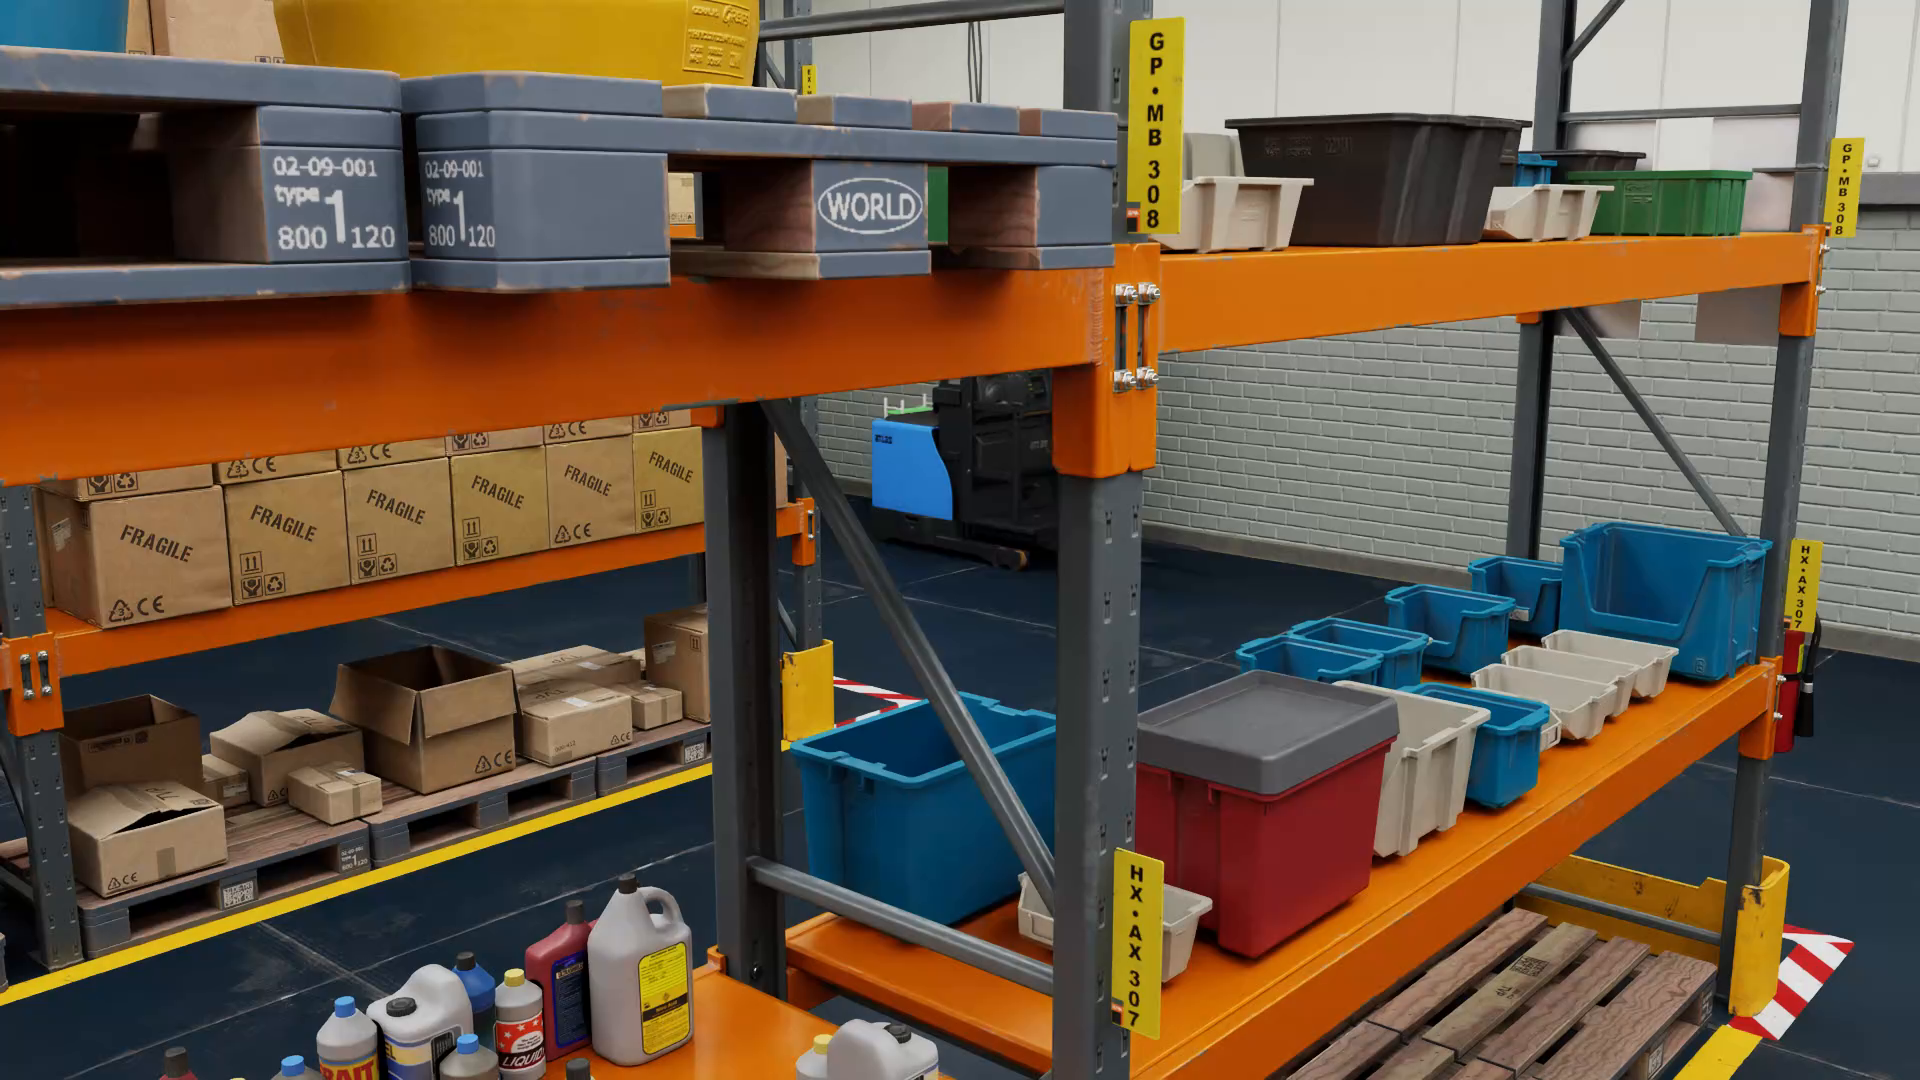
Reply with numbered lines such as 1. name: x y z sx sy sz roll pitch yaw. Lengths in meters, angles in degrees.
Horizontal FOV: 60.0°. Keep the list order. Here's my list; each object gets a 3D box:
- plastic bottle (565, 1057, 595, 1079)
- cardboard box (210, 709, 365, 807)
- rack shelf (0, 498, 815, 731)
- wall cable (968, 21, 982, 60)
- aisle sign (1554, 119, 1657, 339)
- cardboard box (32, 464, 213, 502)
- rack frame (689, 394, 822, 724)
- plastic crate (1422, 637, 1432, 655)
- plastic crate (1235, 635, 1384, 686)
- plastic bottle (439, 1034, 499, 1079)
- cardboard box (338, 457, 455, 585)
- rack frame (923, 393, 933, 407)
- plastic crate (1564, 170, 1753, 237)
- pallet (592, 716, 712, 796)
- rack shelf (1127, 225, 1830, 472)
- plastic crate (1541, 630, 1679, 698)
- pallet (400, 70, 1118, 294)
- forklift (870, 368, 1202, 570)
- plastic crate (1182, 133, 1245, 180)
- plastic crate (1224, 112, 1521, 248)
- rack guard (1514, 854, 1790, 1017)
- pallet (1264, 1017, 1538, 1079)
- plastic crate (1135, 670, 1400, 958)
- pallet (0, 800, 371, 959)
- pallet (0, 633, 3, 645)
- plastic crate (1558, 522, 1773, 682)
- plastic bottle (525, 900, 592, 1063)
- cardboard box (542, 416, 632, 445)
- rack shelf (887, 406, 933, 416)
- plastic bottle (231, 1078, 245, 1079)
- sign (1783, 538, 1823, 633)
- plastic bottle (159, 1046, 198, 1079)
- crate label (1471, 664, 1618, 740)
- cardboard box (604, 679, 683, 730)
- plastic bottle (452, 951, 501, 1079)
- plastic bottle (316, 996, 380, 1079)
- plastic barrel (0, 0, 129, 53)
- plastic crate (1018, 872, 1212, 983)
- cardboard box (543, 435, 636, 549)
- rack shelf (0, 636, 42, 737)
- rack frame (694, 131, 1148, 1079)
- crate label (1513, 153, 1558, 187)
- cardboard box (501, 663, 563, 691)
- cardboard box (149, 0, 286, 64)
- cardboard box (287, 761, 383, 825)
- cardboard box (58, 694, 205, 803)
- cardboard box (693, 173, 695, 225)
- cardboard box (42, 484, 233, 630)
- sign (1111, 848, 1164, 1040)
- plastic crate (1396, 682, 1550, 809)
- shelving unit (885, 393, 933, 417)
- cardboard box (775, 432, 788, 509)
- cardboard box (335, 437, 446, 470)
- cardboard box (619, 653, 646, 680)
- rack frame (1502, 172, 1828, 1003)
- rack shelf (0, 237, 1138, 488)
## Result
1. plastic bottle: -0.576 0.943 2.457 0.144 0.351 0.185 10 15 40
2. cardboard box: -3.167 0.991 7.833 0.500 0.311 0.500 10 15 40
3. rack shelf: -2.505 0.177 8.001 1.077 0.370 4.000 10 15 40
4. wall cable: 1.126 -5.441 14.013 3.097 2.526 0.112 10 15 40
5. aisle sign: 2.358 -1.152 6.185 0.394 0.787 0.004 10 15 40
6. cardboard box: -3.303 -0.453 6.514 0.500 0.500 0.500 10 15 42
7. rack frame: -1.185 -0.470 9.404 1.000 3.000 0.127 10 15 40
8. plastic crate: 1.401 0.401 5.563 0.250 0.136 0.298 10 15 40
9. plastic crate: 1.056 0.456 5.045 0.416 0.233 0.300 10 15 40
10. plastic bottle: -0.834 0.943 2.837 0.097 0.201 0.097 0 11 0
11. cardboard box: -2.617 -0.119 7.393 0.500 0.500 0.500 10 15 40
12. rack frame: -0.249 -0.748 15.394 0.240 1.200 0.015 11 16 43
13. plastic crate: 2.097 -1.014 5.010 0.450 0.188 0.336 10 15 40
14. pallet: -1.761 1.027 9.033 1.003 0.211 1.213 10 15 40
15. rack shelf: 1.213 -0.652 4.498 1.077 0.370 4.000 10 15 40
16. plastic crate: 2.131 0.415 5.497 0.396 0.136 0.243 10 15 40
17. pallet: -0.551 -0.490 2.332 1.213 0.211 1.003 10 15 40
18. forklift: 0.612 -1.304 13.757 3.031 2.935 1.130 11 16 43
19. plastic crate: 0.839 -0.955 4.480 0.437 0.282 0.530 10 15 40
20. plastic crate: 0.919 -0.794 3.705 0.497 0.269 0.590 10 15 40
21. rack guard: 2.540 1.392 6.465 1.175 0.500 0.348 10 15 40
22. pallet: 1.154 1.834 4.991 1.003 0.211 1.213 10 15 40
23. plastic crate: 0.671 0.600 3.731 0.402 0.464 0.583 10 15 40
24. pallet: -3.371 1.386 7.236 1.003 0.211 1.213 10 15 40
25. pallet: -6.183 0.564 11.347 1.003 0.211 1.213 10 15 40
26. plastic crate: 2.453 0.198 5.818 0.616 0.435 0.499 10 15 40
27. plastic bottle: -0.758 0.836 3.167 0.061 0.283 0.133 10 15 40
28. cardboard box: -1.944 -0.757 8.033 0.500 0.500 0.500 10 15 42
29. rack shelf: -0.420 -1.122 15.143 0.258 0.148 0.480 11 16 43
30. plastic bottle: -1.166 0.972 2.693 0.097 0.201 0.097 0 11 0
31. sign: 2.957 0.160 5.834 0.100 0.325 0.005 10 15 40
32. plastic bottle: -1.256 0.947 2.611 0.061 0.283 0.133 10 15 40
33. crate label: 1.763 0.500 5.071 0.396 0.136 0.243 10 15 40
34. cardboard box: -1.694 0.864 8.838 0.380 0.166 0.250 10 15 40
35. plastic bottle: -0.884 0.875 3.000 0.097 0.271 0.097 0 11 0
36. plastic bottle: -1.037 0.909 2.829 0.097 0.271 0.097 0 11 0
37. plastic barrel: -1.119 -0.892 1.508 0.600 0.901 0.708 10 15 40
38. plastic crate: 0.308 0.810 3.518 0.396 0.136 0.243 10 15 40
39. cardboard box: -1.949 -0.268 8.139 0.500 0.500 0.500 10 15 41
40. rack shelf: -5.146 0.766 5.054 1.077 0.370 4.000 10 15 40
41. rack frame: -0.107 0.760 3.248 1.000 3.000 0.127 10 15 40
42. crate label: 1.682 -1.133 5.445 0.408 0.251 0.502 10 15 40
43. cardboard box: -2.417 0.854 8.676 0.500 0.250 0.500 10 15 40
44. cardboard box: -3.097 -2.023 6.715 0.700 0.500 0.500 10 15 40
45. cardboard box: -2.822 1.130 7.504 0.380 0.166 0.250 10 15 40
46. cardboard box: -3.662 1.009 7.262 0.500 0.500 0.500 10 15 40
47. cardboard box: -1.326 -1.757 8.576 0.500 0.250 0.500 10 15 40
48. cardboard box: -3.284 0.030 6.647 0.500 0.500 0.500 10 15 42
49. sign: 0.305 0.696 2.863 0.100 0.325 0.005 10 15 40
50. plastic crate: 1.370 0.559 4.526 0.416 0.233 0.300 10 15 40
51. shelving unit: -0.420 -0.714 15.224 0.258 1.200 0.503 11 16 43
52. cardboard box: -1.276 -0.417 8.888 0.500 0.500 0.500 10 15 42
53. cardboard box: -2.623 -0.605 7.273 0.500 0.500 0.500 9 15 39
54. cardboard box: -1.885 0.758 9.368 0.380 0.166 0.250 10 15 40
55. rack frame: 2.533 0.171 6.195 1.000 3.000 0.127 10 15 40
56. rack shelf: -1.427 -0.064 1.551 1.077 0.370 4.000 10 15 40
